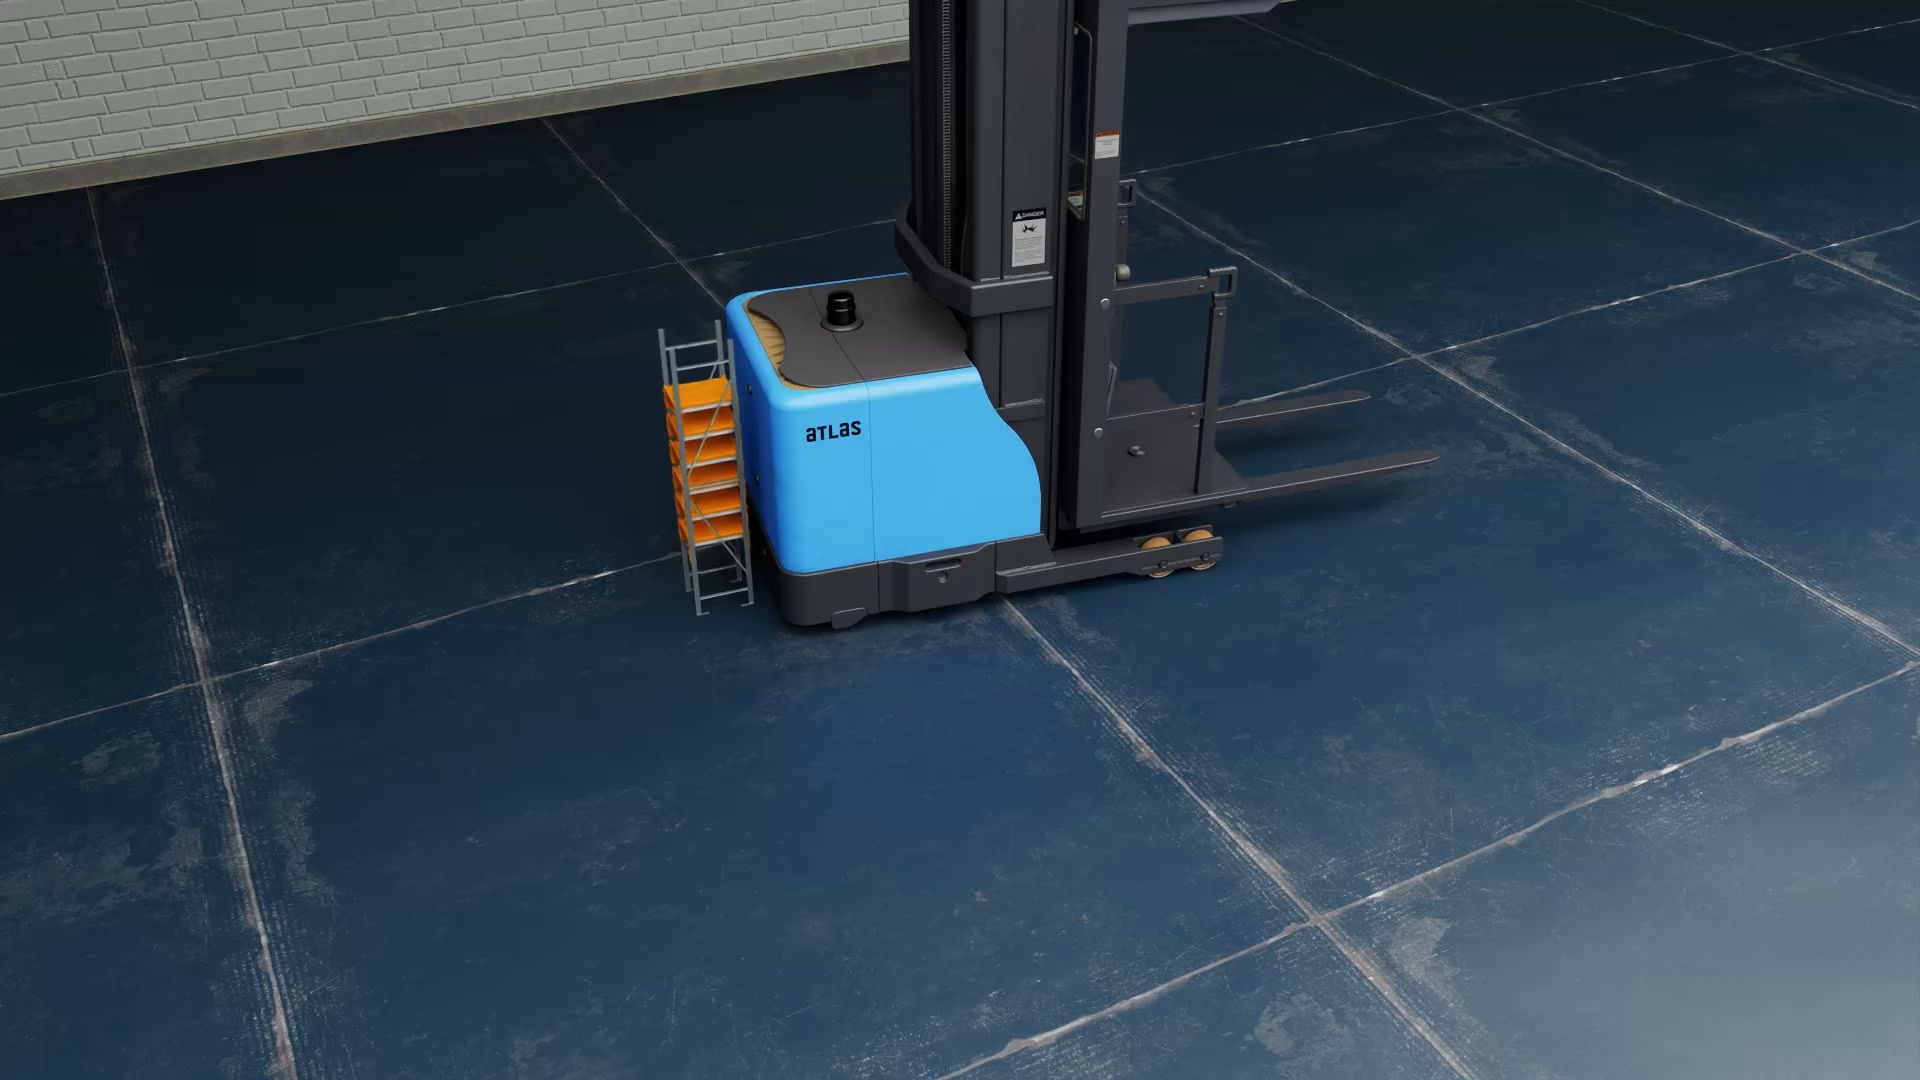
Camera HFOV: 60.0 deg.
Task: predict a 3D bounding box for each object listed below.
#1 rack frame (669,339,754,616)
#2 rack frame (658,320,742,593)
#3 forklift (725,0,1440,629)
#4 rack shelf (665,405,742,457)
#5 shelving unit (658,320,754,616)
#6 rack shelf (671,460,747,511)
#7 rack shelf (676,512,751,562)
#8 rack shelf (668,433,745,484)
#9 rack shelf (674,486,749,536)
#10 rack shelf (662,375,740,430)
[{"bbox_3d":[-0.959,-0.218,6.478,0.240,1.200,0.006,-12,35,-18],"label":"rack frame"},{"bbox_3d":[-1.026,-0.310,6.622,0.240,1.200,0.006,-12,35,-18],"label":"rack frame"},{"bbox_3d":[0.599,-1.337,6.621,3.031,2.935,1.130,-10,34,-15],"label":"forklift"},{"bbox_3d":[-0.992,-0.429,6.444,0.258,0.103,0.180,-12,35,-18],"label":"rack shelf"},{"bbox_3d":[-0.992,-0.264,6.550,0.258,1.200,0.189,-12,35,-18],"label":"shelving unit"},{"bbox_3d":[-0.992,-0.227,6.574,0.258,0.103,0.180,-12,35,-18],"label":"rack shelf"},{"bbox_3d":[-0.993,-0.025,6.704,0.258,0.103,0.180,-12,35,-18],"label":"rack shelf"},{"bbox_3d":[-0.992,-0.328,6.509,0.258,0.103,0.180,-12,35,-18],"label":"rack shelf"},{"bbox_3d":[-0.993,-0.126,6.639,0.258,0.103,0.180,-12,35,-18],"label":"rack shelf"},{"bbox_3d":[-0.992,-0.530,6.380,0.258,0.103,0.180,-12,35,-18],"label":"rack shelf"}]
